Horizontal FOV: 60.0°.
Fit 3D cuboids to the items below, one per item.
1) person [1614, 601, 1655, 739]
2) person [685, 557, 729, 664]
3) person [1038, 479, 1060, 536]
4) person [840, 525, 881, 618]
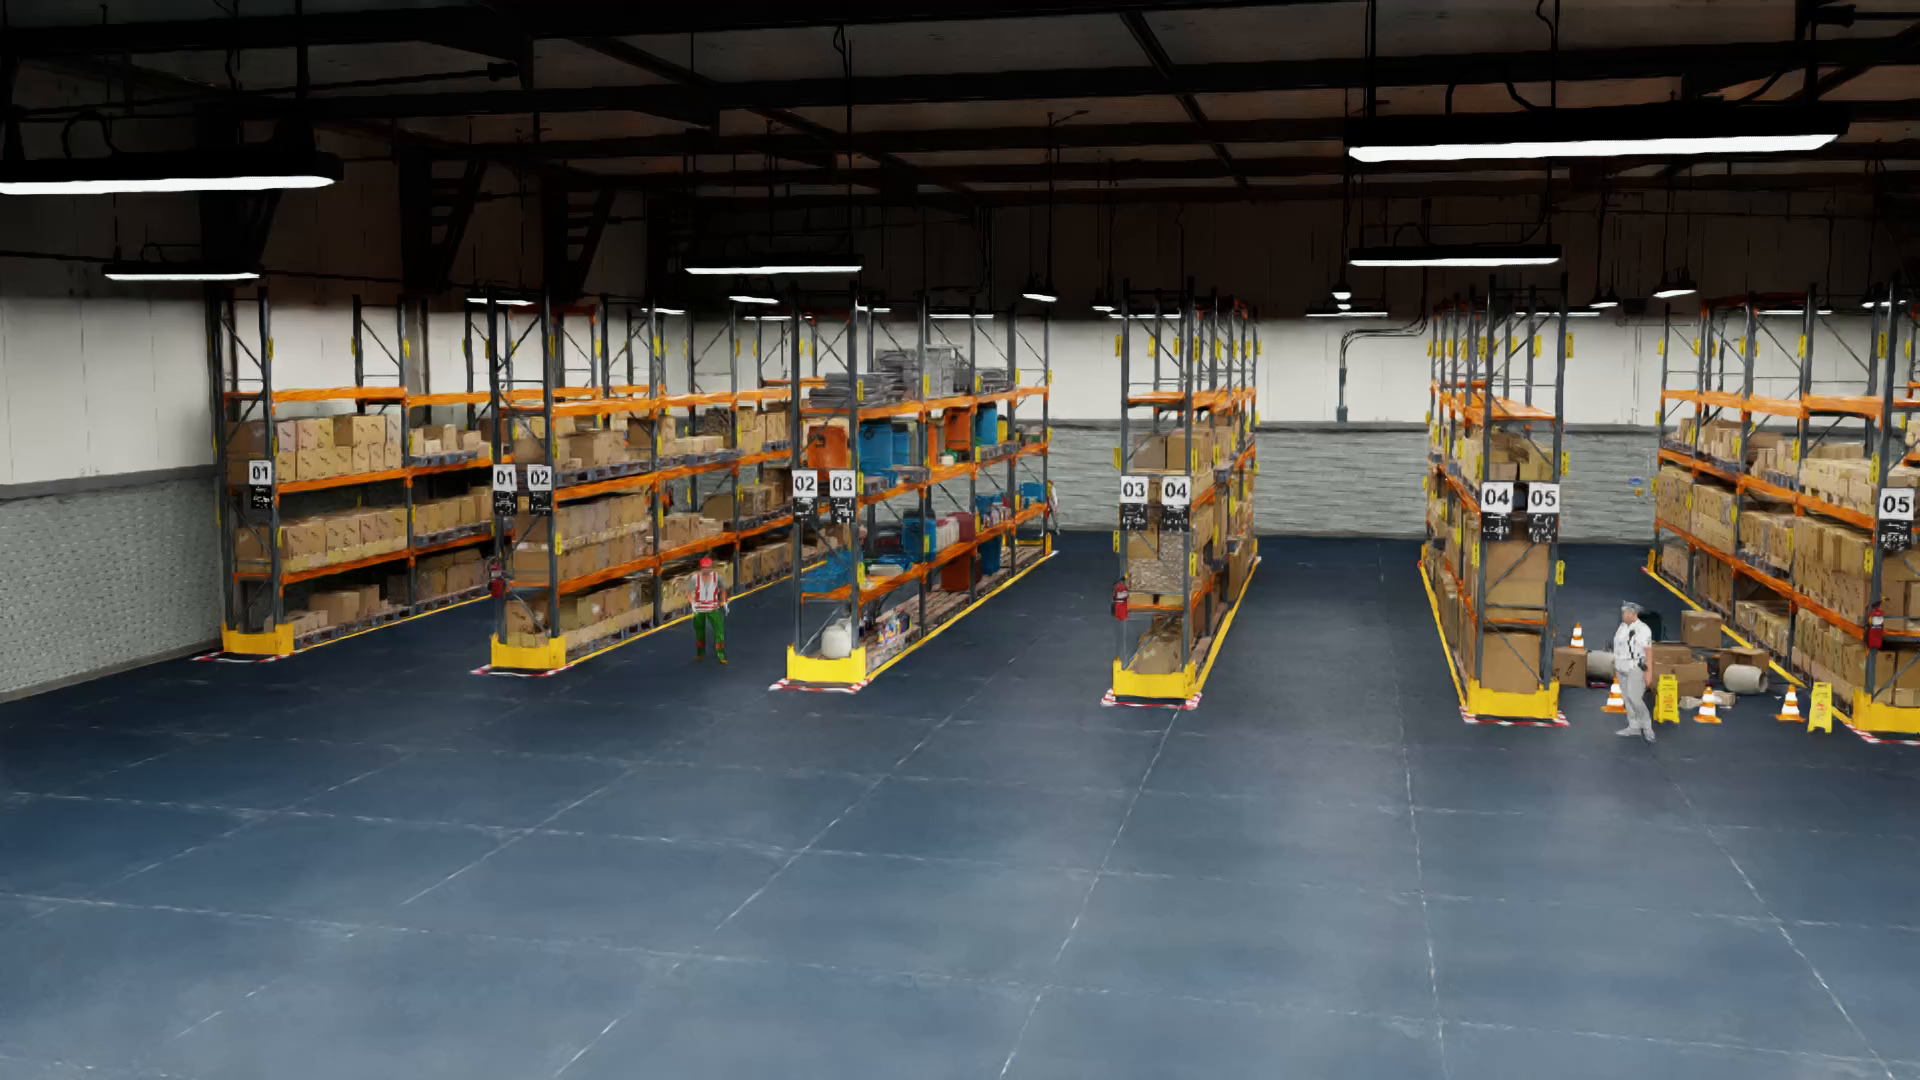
[{"bbox_3d":[8.701,1.666,21.443,0.442,1.751,0.659,-2,7,-18],"label":"person"},{"bbox_3d":[-4.018,1.105,26.447,0.675,1.722,0.793,-1,7,-7],"label":"person"},{"bbox_3d":[2.432,-0.876,44.437,0.435,1.536,0.849,4,8,30],"label":"person"},{"bbox_3d":[-1.814,0.578,30.983,0.575,1.714,1.089,3,7,22],"label":"person"}]
